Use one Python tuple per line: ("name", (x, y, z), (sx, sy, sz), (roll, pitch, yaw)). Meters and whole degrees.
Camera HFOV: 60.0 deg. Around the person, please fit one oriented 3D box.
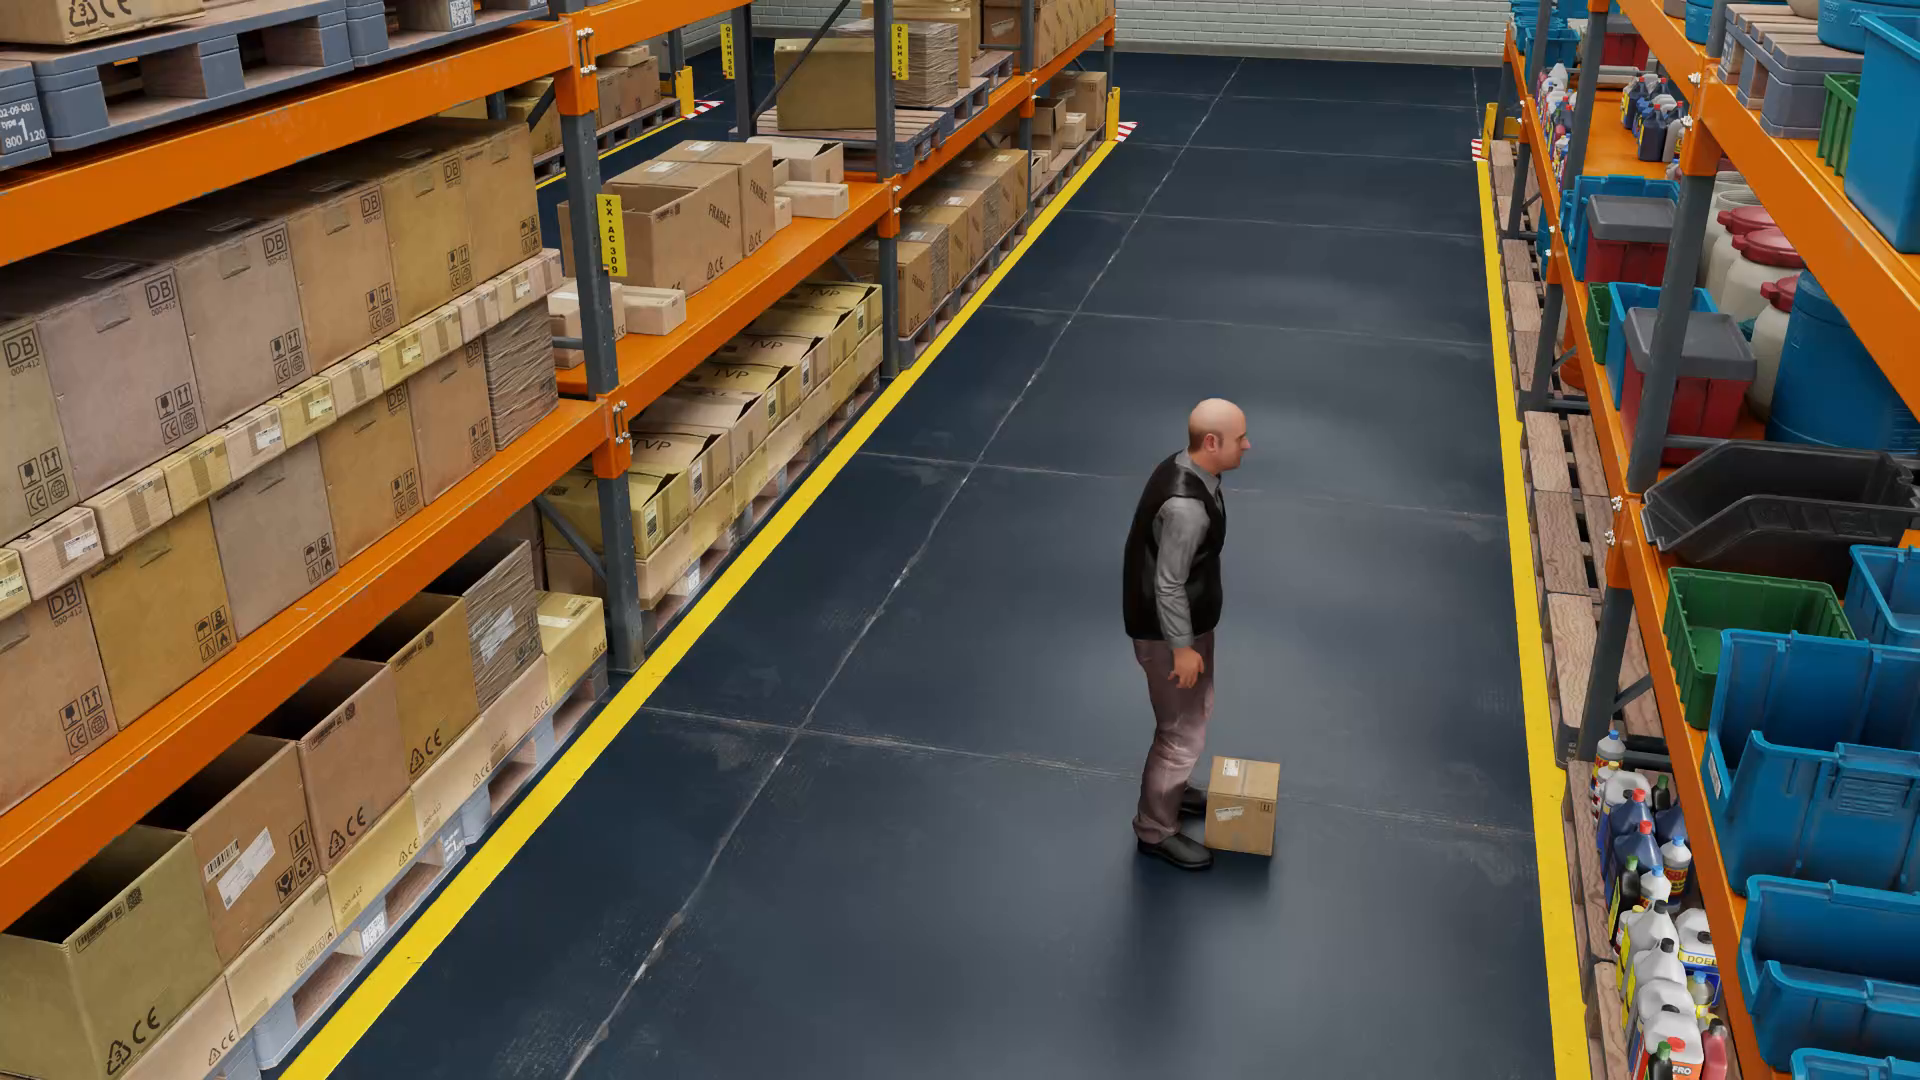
("person", (0.786, 0.305, 5.987), (0.413, 1.721, 0.581), (6, 26, 13))
